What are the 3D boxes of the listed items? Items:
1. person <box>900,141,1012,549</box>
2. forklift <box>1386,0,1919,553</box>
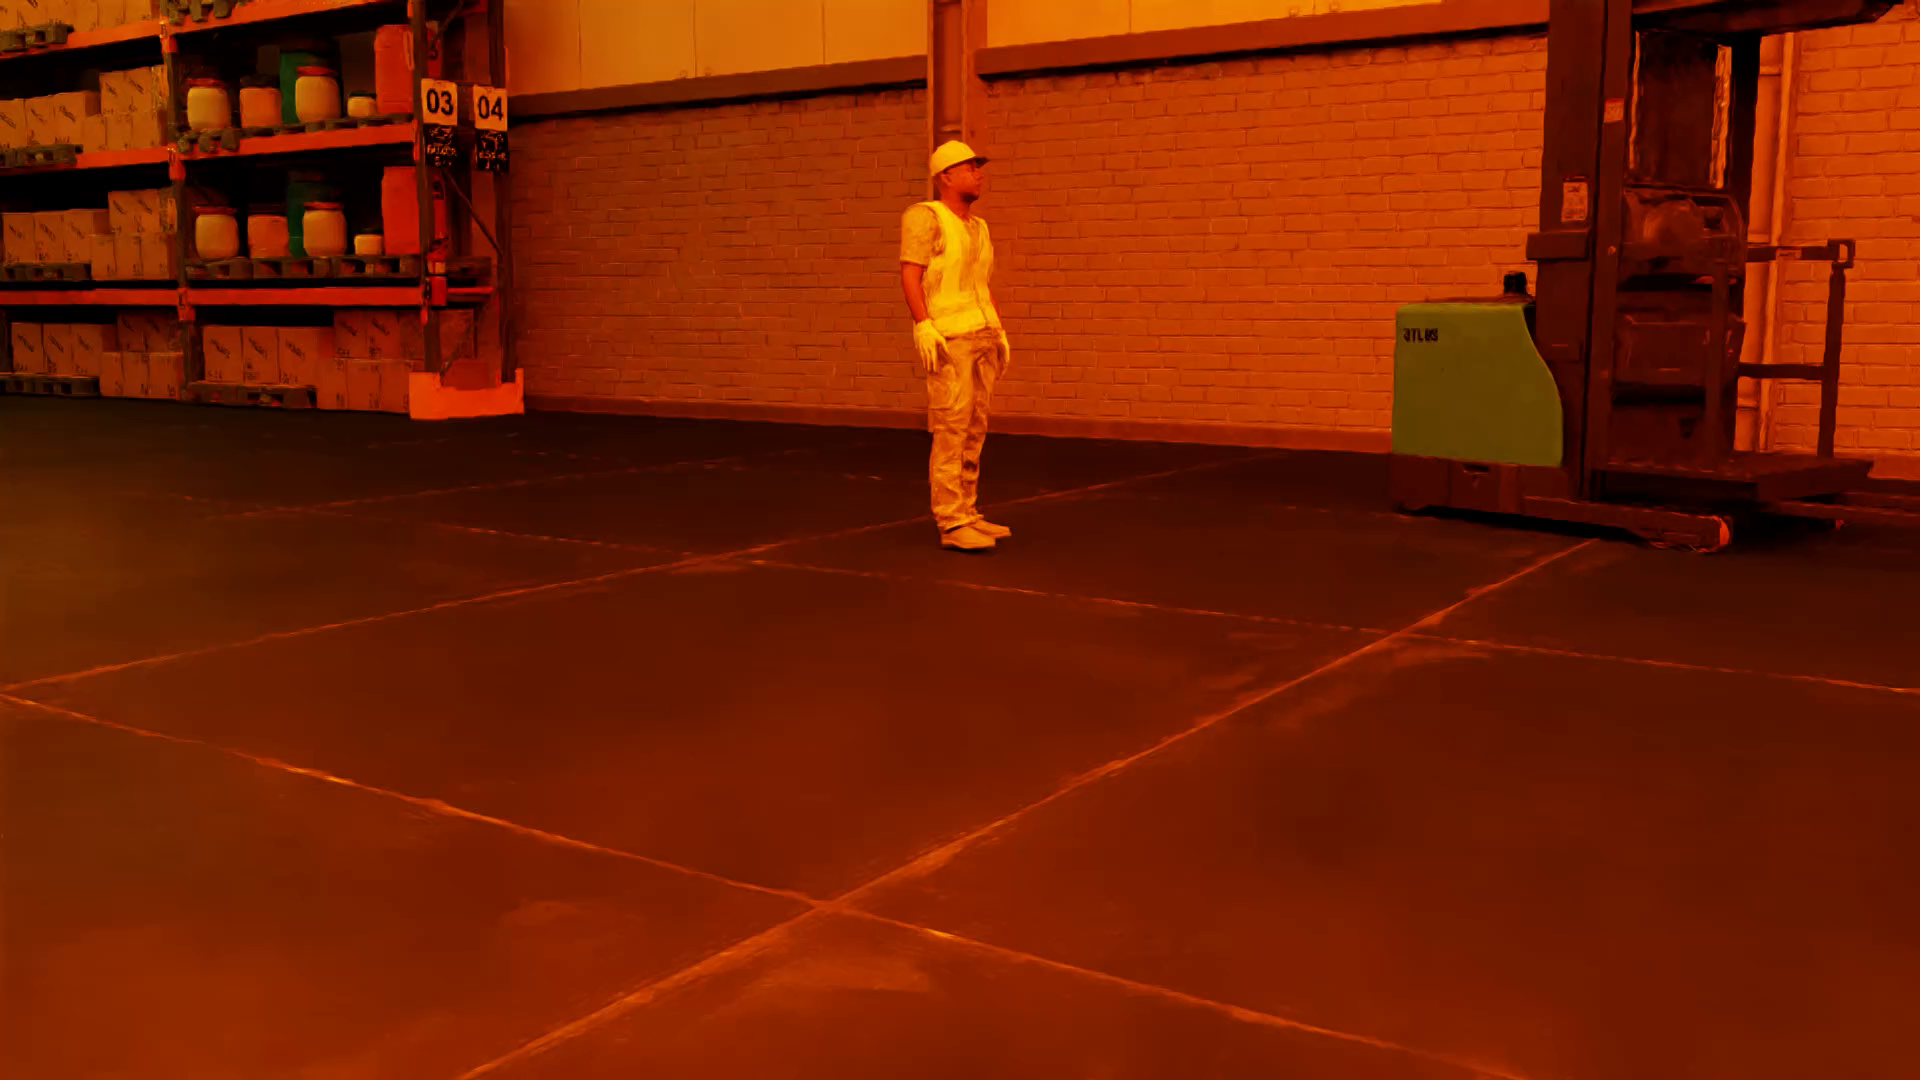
[{"bbox_3d":[0.055,-0.883,7.431,0.576,1.782,0.655,5,10,34],"label":"person"},{"bbox_3d":[3.481,-1.470,7.529,1.130,2.935,3.031,-6,10,-36],"label":"forklift"}]
